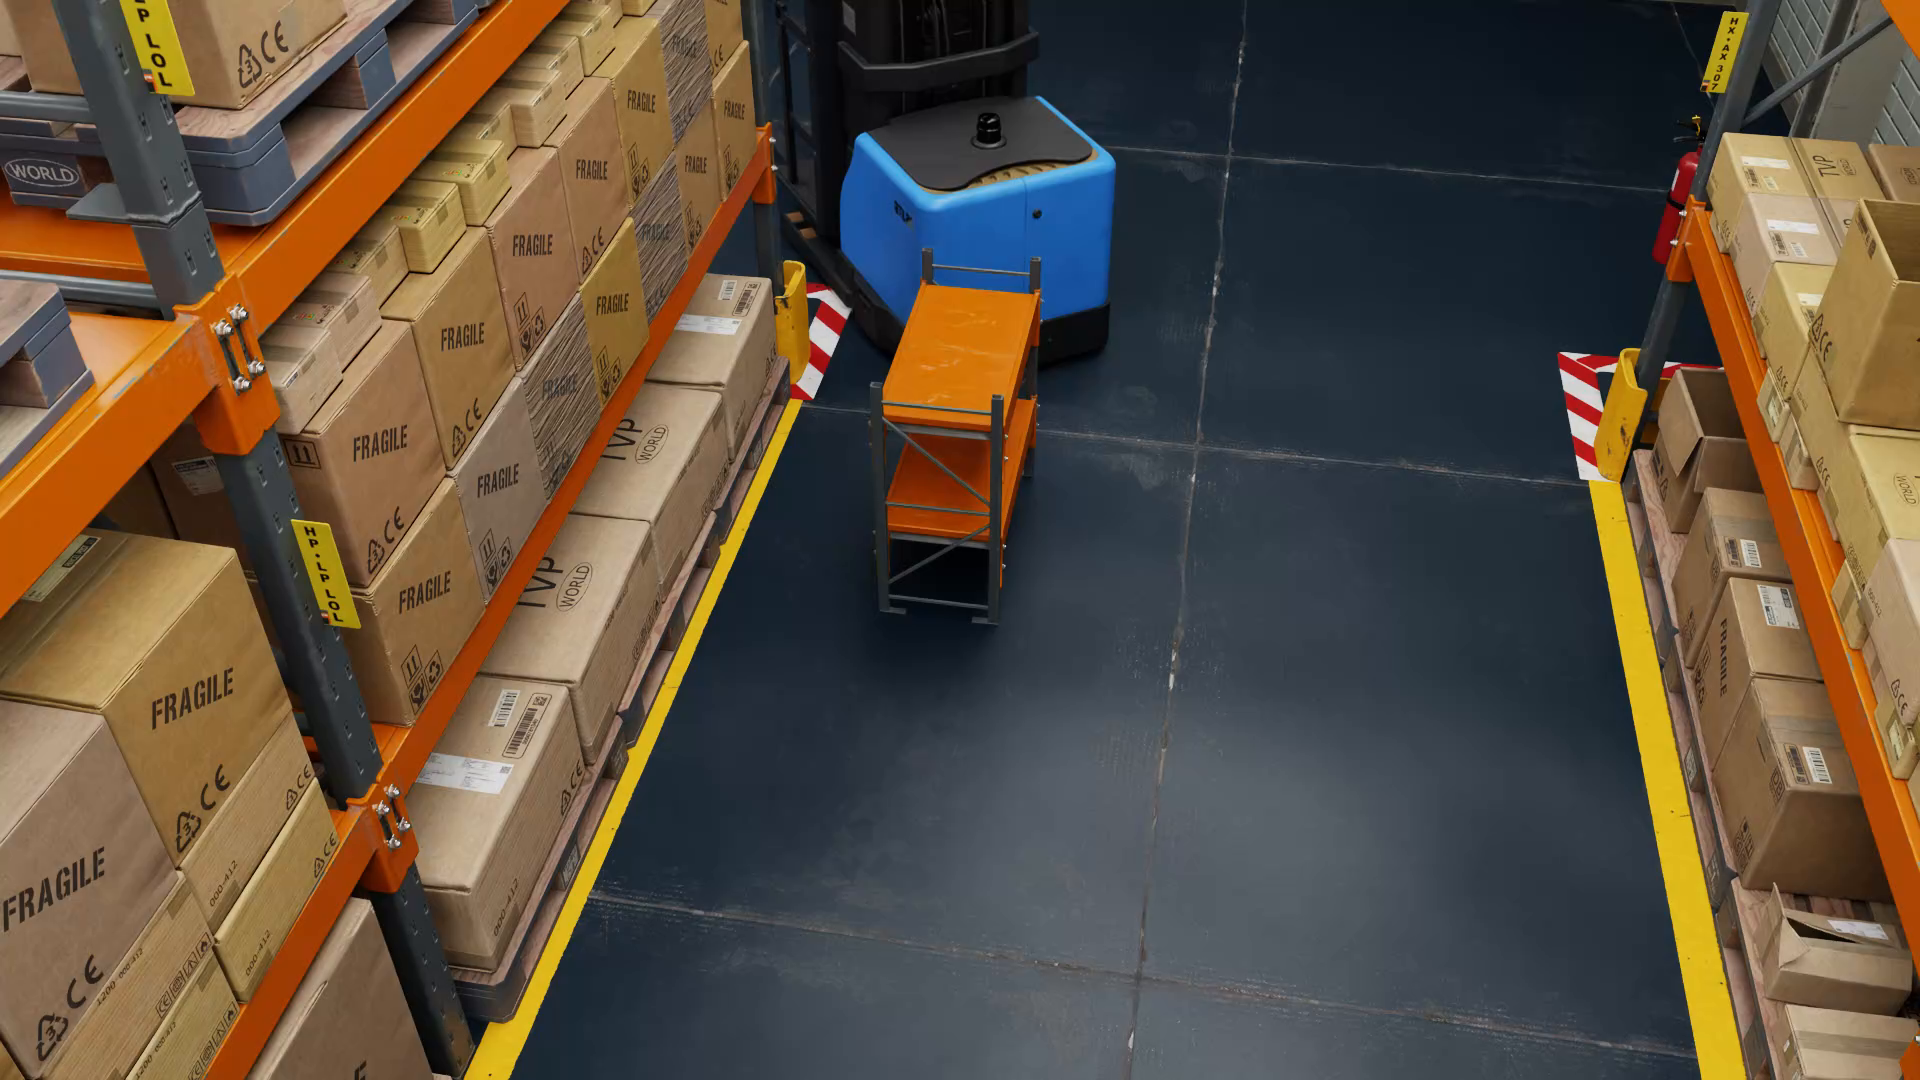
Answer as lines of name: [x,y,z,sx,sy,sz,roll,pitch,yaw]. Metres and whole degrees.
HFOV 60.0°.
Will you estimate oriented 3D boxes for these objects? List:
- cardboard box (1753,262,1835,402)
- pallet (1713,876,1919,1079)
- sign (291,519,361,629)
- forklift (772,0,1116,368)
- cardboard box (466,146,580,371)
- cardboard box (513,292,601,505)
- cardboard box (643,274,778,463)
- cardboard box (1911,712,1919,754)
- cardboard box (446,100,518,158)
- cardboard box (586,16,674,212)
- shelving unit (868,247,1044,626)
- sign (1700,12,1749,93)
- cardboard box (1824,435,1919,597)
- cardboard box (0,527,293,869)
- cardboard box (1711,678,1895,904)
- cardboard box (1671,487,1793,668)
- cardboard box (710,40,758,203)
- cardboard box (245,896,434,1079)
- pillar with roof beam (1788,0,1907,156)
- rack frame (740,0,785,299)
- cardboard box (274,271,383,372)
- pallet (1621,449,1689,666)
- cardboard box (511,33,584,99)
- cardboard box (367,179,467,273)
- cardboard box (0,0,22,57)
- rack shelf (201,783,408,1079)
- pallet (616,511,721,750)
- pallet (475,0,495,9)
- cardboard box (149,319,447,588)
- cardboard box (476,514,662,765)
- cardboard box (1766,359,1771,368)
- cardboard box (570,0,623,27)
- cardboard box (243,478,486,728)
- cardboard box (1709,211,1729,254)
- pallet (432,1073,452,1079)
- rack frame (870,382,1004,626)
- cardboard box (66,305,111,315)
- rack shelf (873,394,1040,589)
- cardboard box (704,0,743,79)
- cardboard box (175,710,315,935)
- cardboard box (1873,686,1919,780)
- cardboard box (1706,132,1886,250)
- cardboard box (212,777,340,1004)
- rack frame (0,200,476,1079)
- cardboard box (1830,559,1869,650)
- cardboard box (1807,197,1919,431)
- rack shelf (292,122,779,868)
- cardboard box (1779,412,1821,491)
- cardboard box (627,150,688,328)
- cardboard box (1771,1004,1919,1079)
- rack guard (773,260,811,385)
cardboard box: [3.024,-0.687,5.611,0.500,0.250,0.500,6,40,7]
pallet: [2.967,1.635,5.107,1.003,0.211,1.213,6,40,8]
sign: [-1.506,0.084,3.948,0.100,0.325,0.005,6,40,8]
forklift: [-0.346,-2.782,8.315,1.130,2.935,3.031,-17,42,-19]
cardboard box: [-1.528,-0.887,5.106,0.500,0.500,0.500,7,40,9]
cardboard box: [-1.520,-0.485,5.404,0.500,0.500,0.500,7,40,8]
cardboard box: [-1.366,-0.814,7.561,0.875,0.438,0.875,5,40,6]
cardboard box: [2.695,0.587,4.070,0.500,0.250,0.500,7,40,9]
cardboard box: [-1.561,-1.205,4.981,0.380,0.149,0.250,6,40,8]
cardboard box: [-1.350,-1.518,5.869,0.500,0.500,0.500,6,40,7]
shelving unit: [0.001,-0.438,6.897,0.538,1.125,1.048,6,40,8]
sign: [3.005,-1.913,6.530,0.100,0.325,0.005,6,40,8]
cardboard box: [2.866,-0.040,4.829,0.500,0.250,0.500,6,40,7]
cardboard box: [-1.873,0.330,3.634,0.500,0.500,0.500,8,40,9]
cardboard box: [2.974,0.839,5.513,0.700,0.500,0.500,5,40,6]
cardboard box: [3.154,0.187,6.301,0.700,0.500,0.500,8,40,9]
cardboard box: [-1.173,-1.771,6.960,0.500,0.500,0.500,7,40,8]
cardboard box: [-2.071,1.501,4.419,0.875,0.875,0.875,8,40,9]
pillar with roof beam: [0.653,-5.899,7.323,9.100,9.000,0.400,6,40,8]
rack frame: [-1.350,-2.065,7.393,1.000,3.000,0.127,6,40,8]
cardboard box: [-1.704,-0.560,4.201,0.380,0.149,0.250,7,40,8]
pallet: [3.389,0.103,6.960,1.003,0.211,1.213,6,40,8]
cardboard box: [-1.446,-1.522,5.364,0.380,0.149,0.250,8,40,9]
cardboard box: [-1.598,-0.875,4.582,0.380,0.149,0.250,6,40,7]
cardboard box: [-2.247,-1.295,3.806,0.396,0.266,0.258,8,40,9]
rack shelf: [-2.389,1.978,3.068,1.077,0.370,4.000,6,40,8]
pallet: [-1.625,0.284,6.741,1.003,0.211,1.213,6,40,8]
pallet: [-1.677,-1.952,4.972,1.003,0.211,1.213,6,40,8]
cardboard box: [-1.722,-0.250,4.336,0.500,0.500,0.500,7,40,8]
cardboard box: [-1.674,0.327,6.181,0.875,0.438,0.875,5,40,6]
cardboard box: [3.058,-0.594,5.812,0.380,0.149,0.250,7,40,8]
cardboard box: [-1.396,-1.848,5.759,0.380,0.149,0.250,6,40,7]
cardboard box: [-1.704,0.142,4.646,0.500,0.500,0.500,8,40,9]
cardboard box: [3.212,-1.247,6.601,0.380,0.149,0.250,6,40,7]
pallet: [-2.102,2.013,4.650,1.003,0.211,1.213,6,40,8]
rack frame: [-0.087,-0.119,6.511,0.500,1.125,0.032,6,40,8]
cardboard box: [-2.303,-0.457,4.076,0.380,0.149,0.250,6,40,7]
rack shelf: [0.001,-0.249,7.053,0.538,0.278,1.000,6,40,8]
cardboard box: [-1.199,-2.160,6.645,0.500,0.500,0.500,8,40,9]
cardboard box: [-1.879,0.614,3.878,0.500,0.250,0.500,6,40,8]
cardboard box: [2.698,0.528,4.454,0.380,0.149,0.250,7,40,9]
cardboard box: [3.195,-1.321,6.378,0.500,0.250,0.500,7,40,8]
cardboard box: [-1.872,0.813,4.031,0.500,0.250,0.500,5,40,7]
rack frame: [-2.043,0.446,4.357,1.000,3.000,0.127,6,40,8]
cardboard box: [2.787,0.203,4.848,0.380,0.149,0.250,6,40,7]
cardboard box: [2.936,-0.669,5.001,0.500,0.500,0.500,7,40,9]
rack shelf: [-1.697,-0.532,6.104,1.077,0.370,4.000,6,40,8]
cardboard box: [2.915,-0.276,5.427,0.380,0.149,0.250,7,40,9]
cardboard box: [-1.354,-1.134,6.189,0.500,0.500,0.500,7,40,9]
cardboard box: [2.654,1.546,4.934,0.380,0.149,0.250,5,40,6]
rack guard: [-1.346,-1.116,8.208,1.175,0.500,0.348,6,40,8]
